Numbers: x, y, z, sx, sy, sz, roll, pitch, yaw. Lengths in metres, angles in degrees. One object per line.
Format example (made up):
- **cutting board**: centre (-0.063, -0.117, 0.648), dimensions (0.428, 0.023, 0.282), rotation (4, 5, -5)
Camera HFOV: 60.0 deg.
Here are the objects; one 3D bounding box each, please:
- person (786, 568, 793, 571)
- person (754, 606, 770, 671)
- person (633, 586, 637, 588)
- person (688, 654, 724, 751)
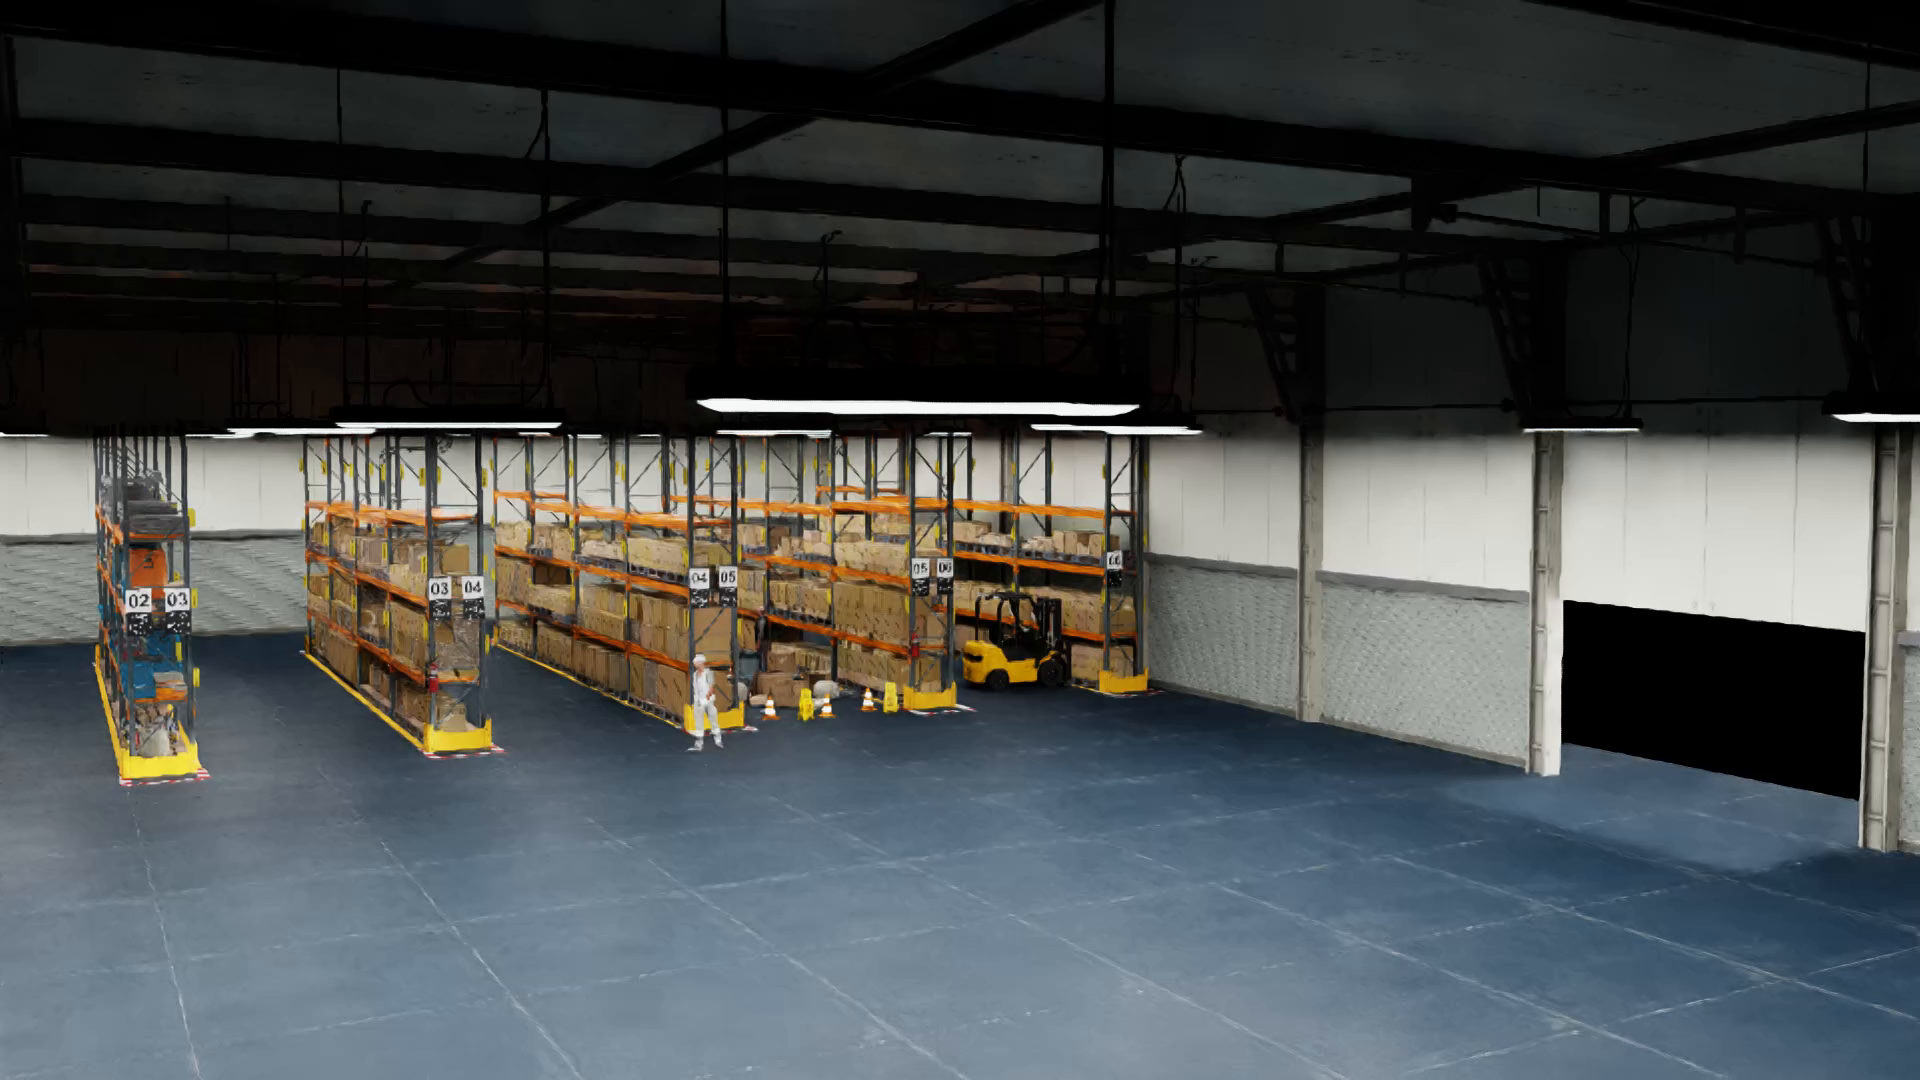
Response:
- **person**: centre (-5.436, 1.687, 53.723), dimensions (0.469, 1.591, 0.520), rotation (2, 4, 26)
- **person**: centre (-4.771, 2.437, 39.833), dimensions (0.572, 1.719, 0.618), rotation (0, 3, -4)
- **person**: centre (-8.937, 2.115, 45.621), dimensions (0.554, 1.671, 0.434), rotation (3, 4, 40)
- **person**: centre (-4.711, 2.983, 30.678), dimensions (0.551, 1.786, 0.712), rotation (2, 4, 32)
